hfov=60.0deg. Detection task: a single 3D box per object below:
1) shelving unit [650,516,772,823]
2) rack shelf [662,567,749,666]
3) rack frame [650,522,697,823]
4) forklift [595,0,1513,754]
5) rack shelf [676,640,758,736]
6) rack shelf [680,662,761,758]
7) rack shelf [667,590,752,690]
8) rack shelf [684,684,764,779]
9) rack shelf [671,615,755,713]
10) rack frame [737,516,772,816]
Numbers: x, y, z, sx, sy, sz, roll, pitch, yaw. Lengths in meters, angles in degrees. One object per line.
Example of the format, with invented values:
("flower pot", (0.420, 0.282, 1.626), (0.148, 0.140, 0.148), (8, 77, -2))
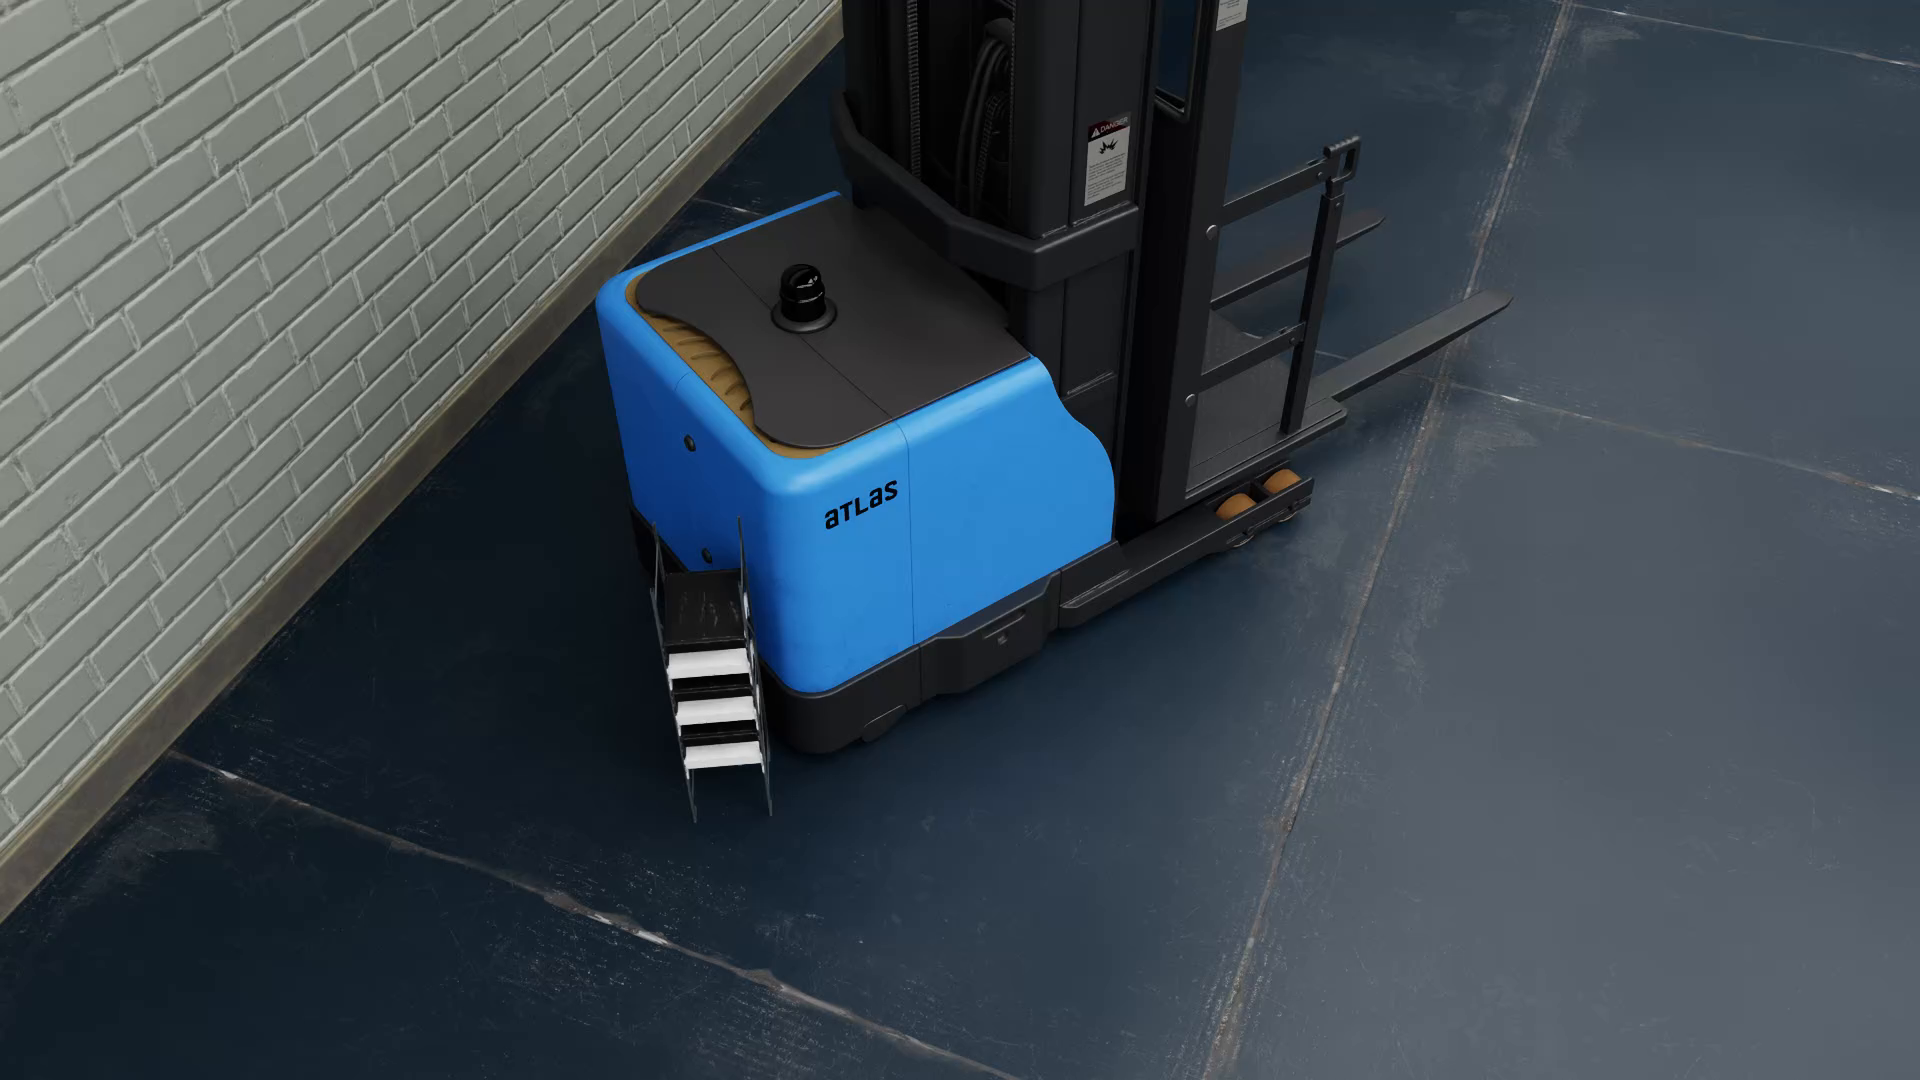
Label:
("shelving unit", (-0.625, 0.352, 4.258), (0.210, 0.900, 0.258), (-4, 45, -4))
("rack shelf", (-0.625, 0.184, 4.091), (0.200, 0.077, 0.258), (-4, 45, -4))
("rack frame", (-0.726, 0.360, 4.251), (0.006, 0.900, 0.240), (-4, 45, -4))
("forklift", (0.505, -1.296, 4.474), (3.031, 2.935, 1.130), (-27, 51, -24))
("rack shelf", (-0.625, 0.376, 4.282), (0.200, 0.077, 0.258), (-4, 45, -4))
("rack shelf", (-0.625, 0.439, 4.345), (0.200, 0.077, 0.258), (-4, 45, -4))
("rack shelf", (-0.625, 0.248, 4.155), (0.200, 0.077, 0.258), (-4, 45, -4))
("rack shelf", (-0.625, 0.503, 4.409), (0.200, 0.077, 0.258), (-4, 45, -4))
("rack shelf", (-0.625, 0.312, 4.218), (0.200, 0.077, 0.258), (-4, 45, -4))
("rack frame", (-0.524, 0.345, 4.266), (0.006, 0.900, 0.240), (-4, 45, -4))
